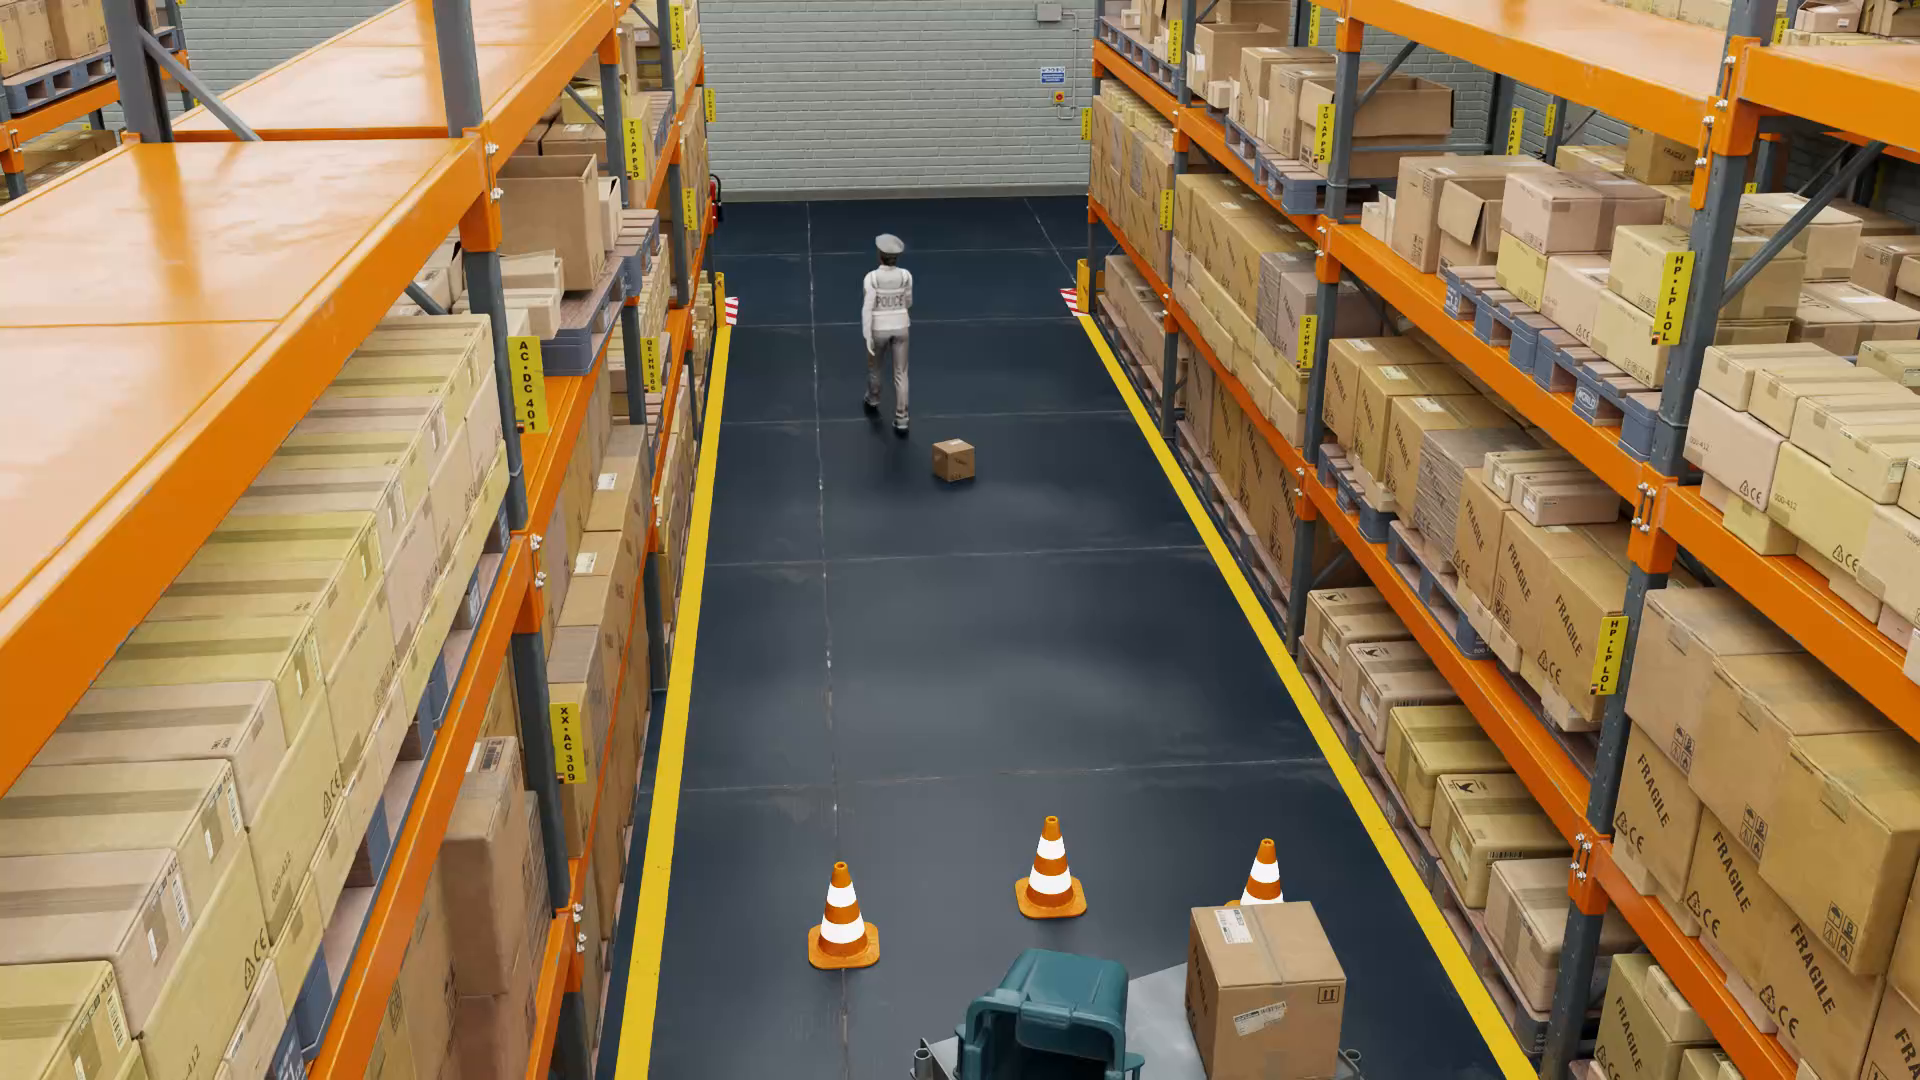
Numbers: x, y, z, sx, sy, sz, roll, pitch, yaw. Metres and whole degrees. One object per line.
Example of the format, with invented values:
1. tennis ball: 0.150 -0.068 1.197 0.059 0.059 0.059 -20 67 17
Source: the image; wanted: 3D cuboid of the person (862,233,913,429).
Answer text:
1. person: -0.640 -1.855 14.429 0.475 1.634 1.005 -4 24 -10
